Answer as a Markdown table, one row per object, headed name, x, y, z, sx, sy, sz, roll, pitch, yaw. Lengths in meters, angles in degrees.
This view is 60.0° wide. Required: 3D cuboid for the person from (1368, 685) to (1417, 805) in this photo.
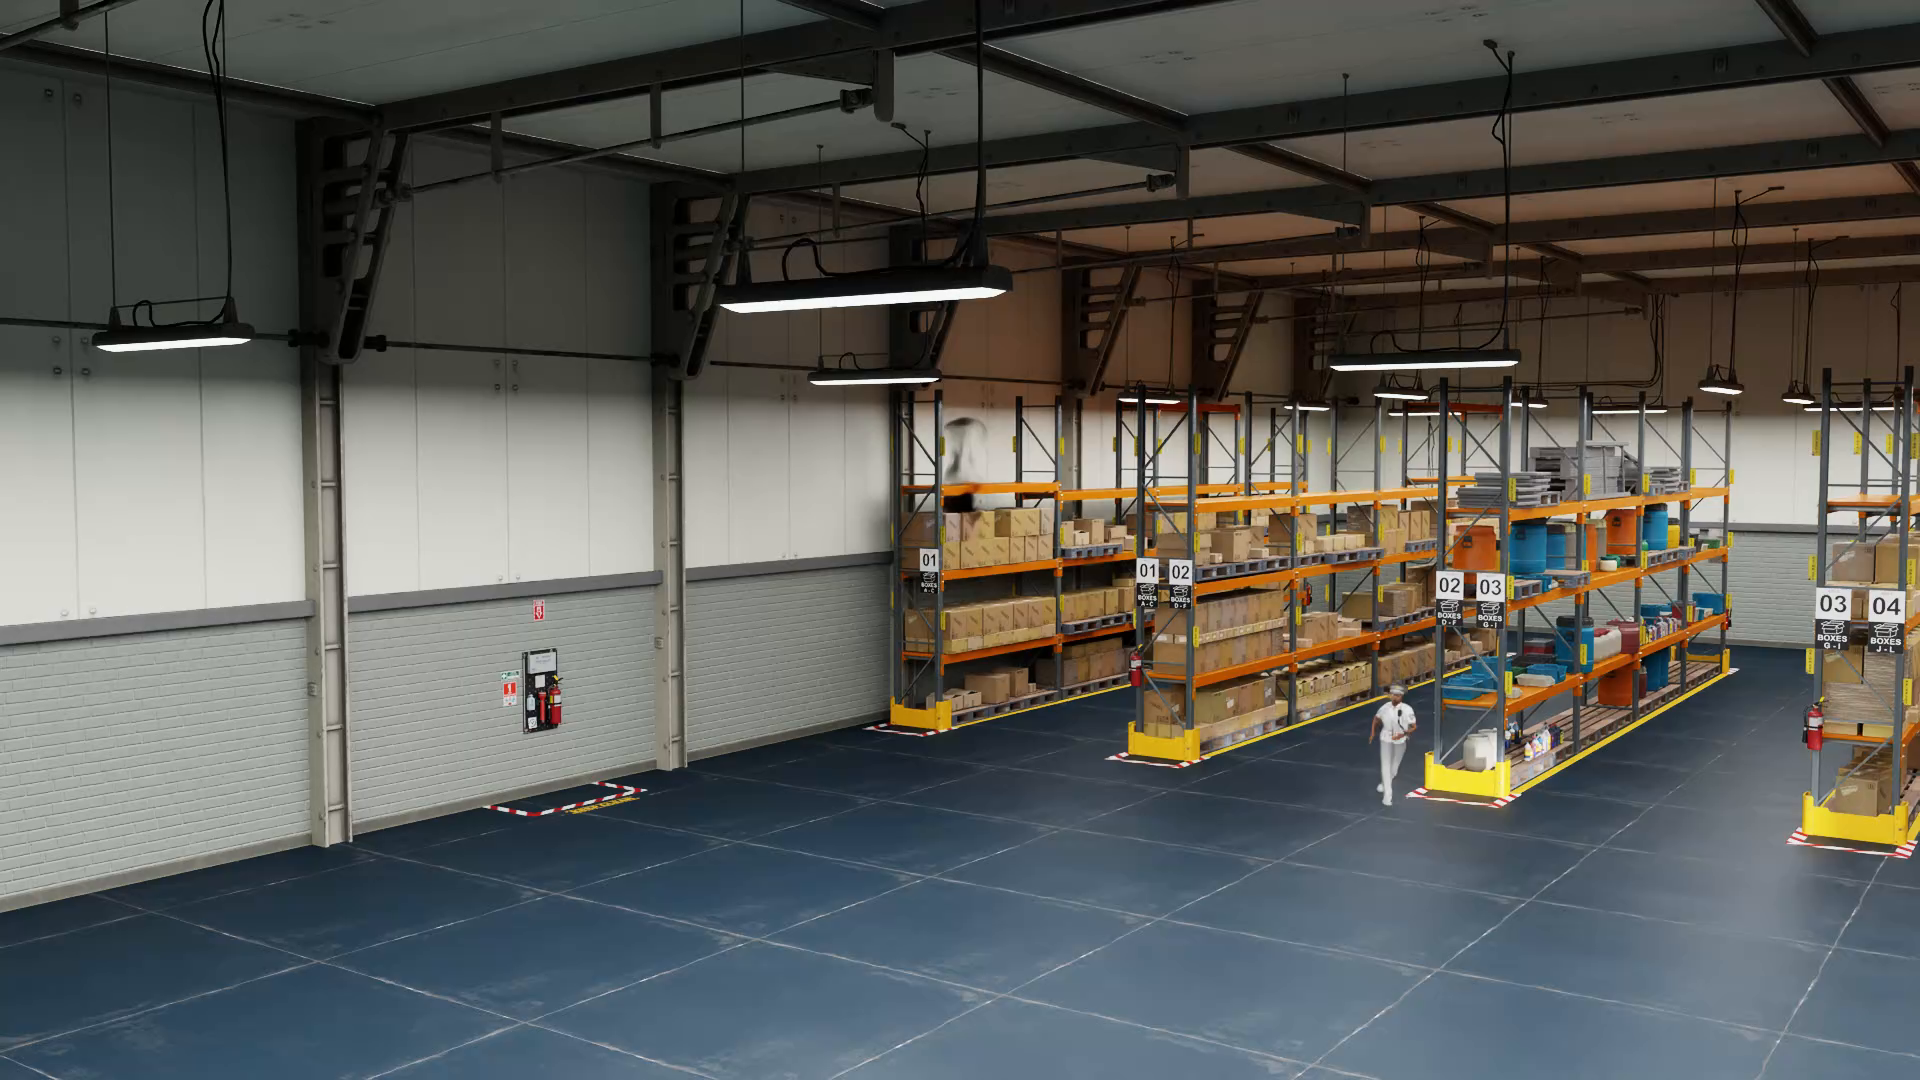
| name | x | y | z | sx | sy | sz | roll | pitch | yaw |
| --- | --- | --- | --- | --- | --- | --- | --- | --- | --- |
| person | 6.118 | 2.877 | 23.505 | 0.666 | 1.704 | 0.663 | 1 | 4 | 24 |
